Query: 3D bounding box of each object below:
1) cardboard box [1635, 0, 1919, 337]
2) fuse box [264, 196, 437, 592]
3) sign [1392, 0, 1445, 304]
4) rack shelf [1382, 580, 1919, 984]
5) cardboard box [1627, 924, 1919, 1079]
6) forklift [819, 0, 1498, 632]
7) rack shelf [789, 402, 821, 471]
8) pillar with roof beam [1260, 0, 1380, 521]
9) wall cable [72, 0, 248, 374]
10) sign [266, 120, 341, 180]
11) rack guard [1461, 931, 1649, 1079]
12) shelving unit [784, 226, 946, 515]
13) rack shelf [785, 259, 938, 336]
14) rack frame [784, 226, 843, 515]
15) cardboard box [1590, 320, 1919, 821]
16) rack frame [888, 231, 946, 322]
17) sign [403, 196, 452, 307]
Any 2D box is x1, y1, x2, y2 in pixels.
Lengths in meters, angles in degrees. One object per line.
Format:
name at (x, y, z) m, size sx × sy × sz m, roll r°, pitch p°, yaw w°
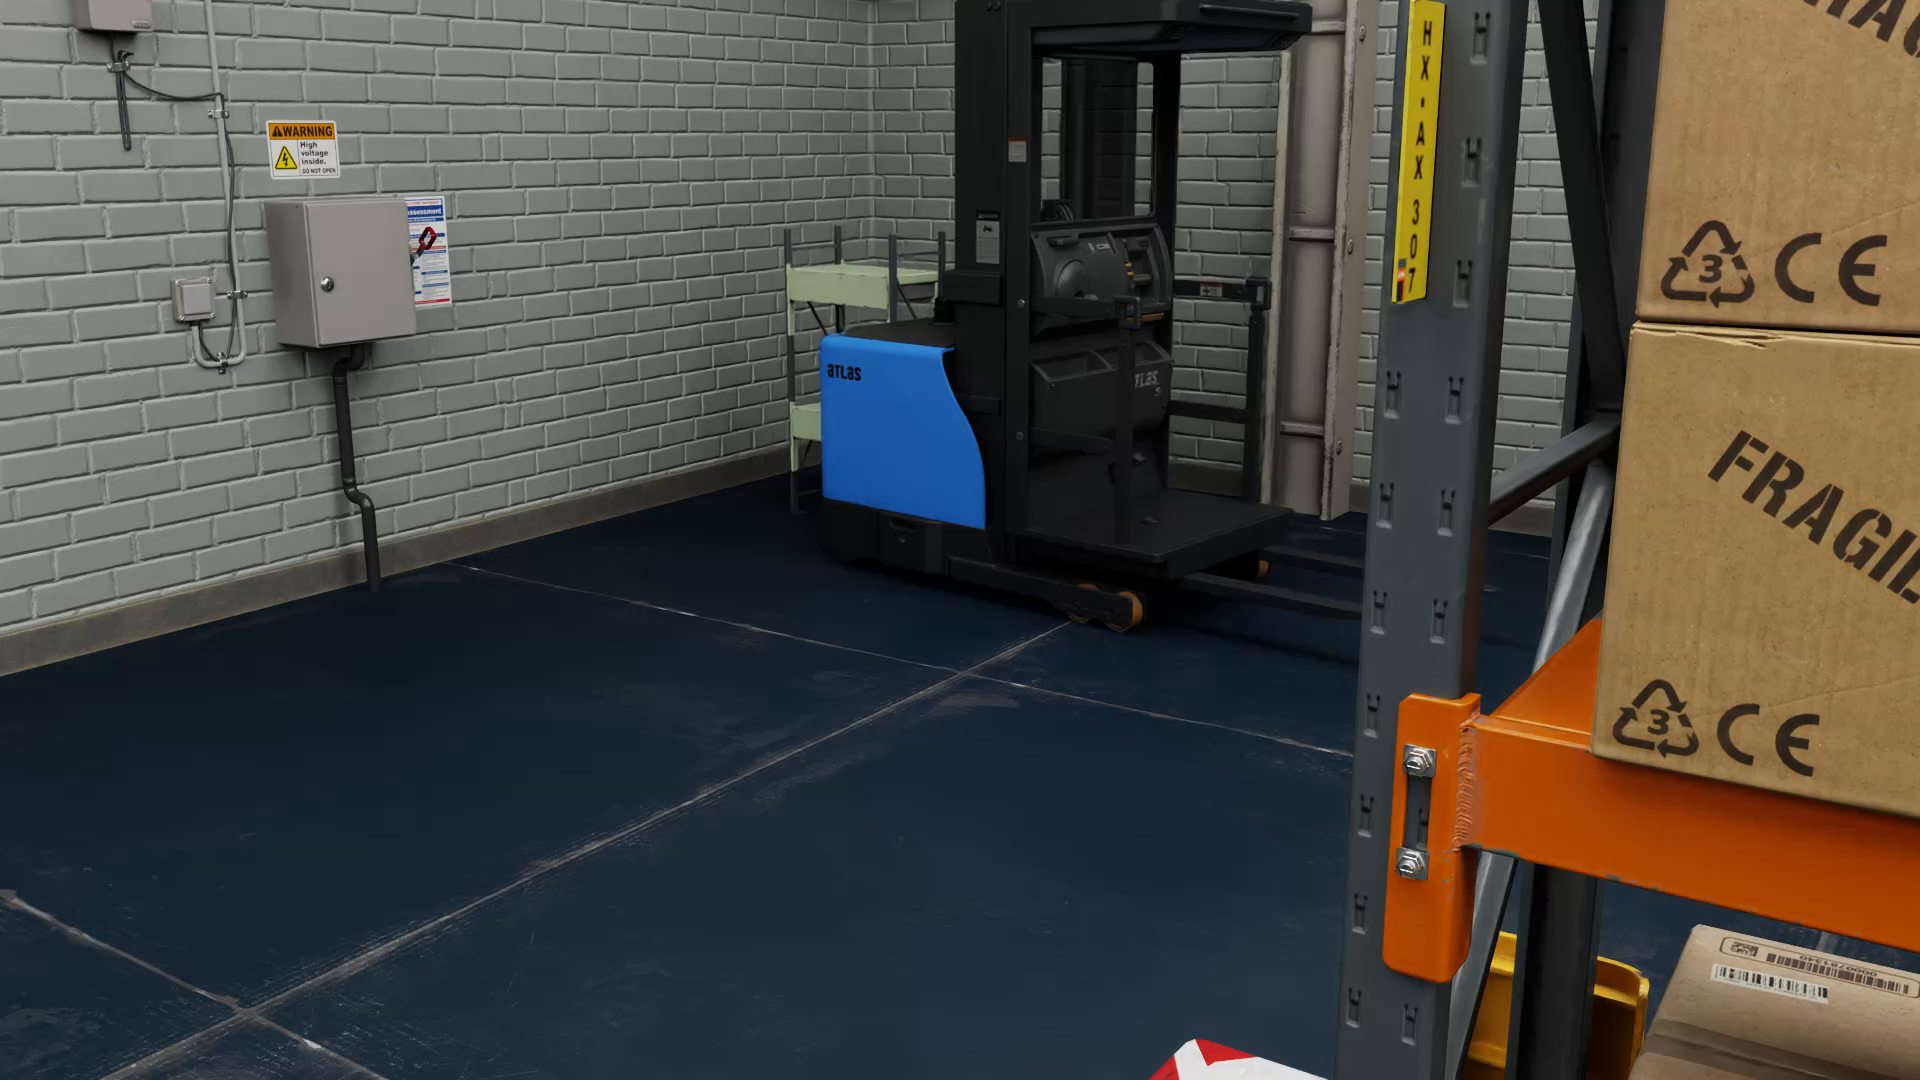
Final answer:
cardboard box at (1.066, -0.495, 1.793) m, size 0.500 × 0.500 × 0.500 m, roll 9°, pitch 16°, yaw 32°
fuse box at (-2.572, -0.608, 7.219) m, size 0.414 × 1.711 × 0.539 m, roll 9°, pitch 17°, yaw 33°
sign at (0.512, -0.431, 1.857) m, size 0.005 × 0.325 × 0.100 m, roll 9°, pitch 17°, yaw 33°
rack shelf at (2.486, 0.535, 1.418) m, size 4.000 × 0.370 × 1.077 m, roll 9°, pitch 17°, yaw 33°
cardboard box at (1.430, 1.026, 2.395) m, size 0.875 × 0.438 × 0.875 m, roll 9°, pitch 16°, yaw 31°
forklift at (0.778, -1.189, 7.026) m, size 3.031 × 2.935 × 1.130 m, roll 12°, pitch 18°, yaw 39°
rack shelf at (-0.487, -0.525, 8.681) m, size 0.720 × 0.370 × 0.431 m, roll 12°, pitch 18°, yaw 39°
pillar with roof beam at (-0.543, -3.668, 4.413) m, size 0.400 × 9.000 × 9.100 m, roll 9°, pitch 17°, yaw 33°
wall cable at (-3.083, -1.612, 6.477) m, size 0.122 × 1.984 × 0.588 m, roll 9°, pitch 17°, yaw 33°
sign at (-2.775, -1.651, 7.032) m, size 0.001 × 0.242 × 0.339 m, roll 9°, pitch 17°, yaw 33°
rack guard at (0.807, 1.127, 2.728) m, size 0.348 × 0.500 × 1.175 m, roll 9°, pitch 17°, yaw 33°
shelving unit at (-0.487, -0.842, 8.603) m, size 0.755 × 1.500 × 0.431 m, roll 12°, pitch 18°, yaw 39°
rack shelf at (-0.487, -1.221, 8.509) m, size 0.720 × 0.370 × 0.431 m, roll 12°, pitch 18°, yaw 39°
rack frame at (-0.765, -0.899, 8.834) m, size 0.023 × 1.500 × 0.400 m, roll 12°, pitch 18°, yaw 39°
cardboard box at (1.065, -0.010, 1.911) m, size 0.500 × 0.500 × 0.500 m, roll 9°, pitch 17°, yaw 32°
rack frame at (-0.209, -0.785, 8.372) m, size 0.023 × 1.500 × 0.400 m, roll 12°, pitch 18°, yaw 39°
sign at (-2.468, -1.314, 7.585) m, size 0.001 × 0.494 × 0.329 m, roll 9°, pitch 17°, yaw 33°
